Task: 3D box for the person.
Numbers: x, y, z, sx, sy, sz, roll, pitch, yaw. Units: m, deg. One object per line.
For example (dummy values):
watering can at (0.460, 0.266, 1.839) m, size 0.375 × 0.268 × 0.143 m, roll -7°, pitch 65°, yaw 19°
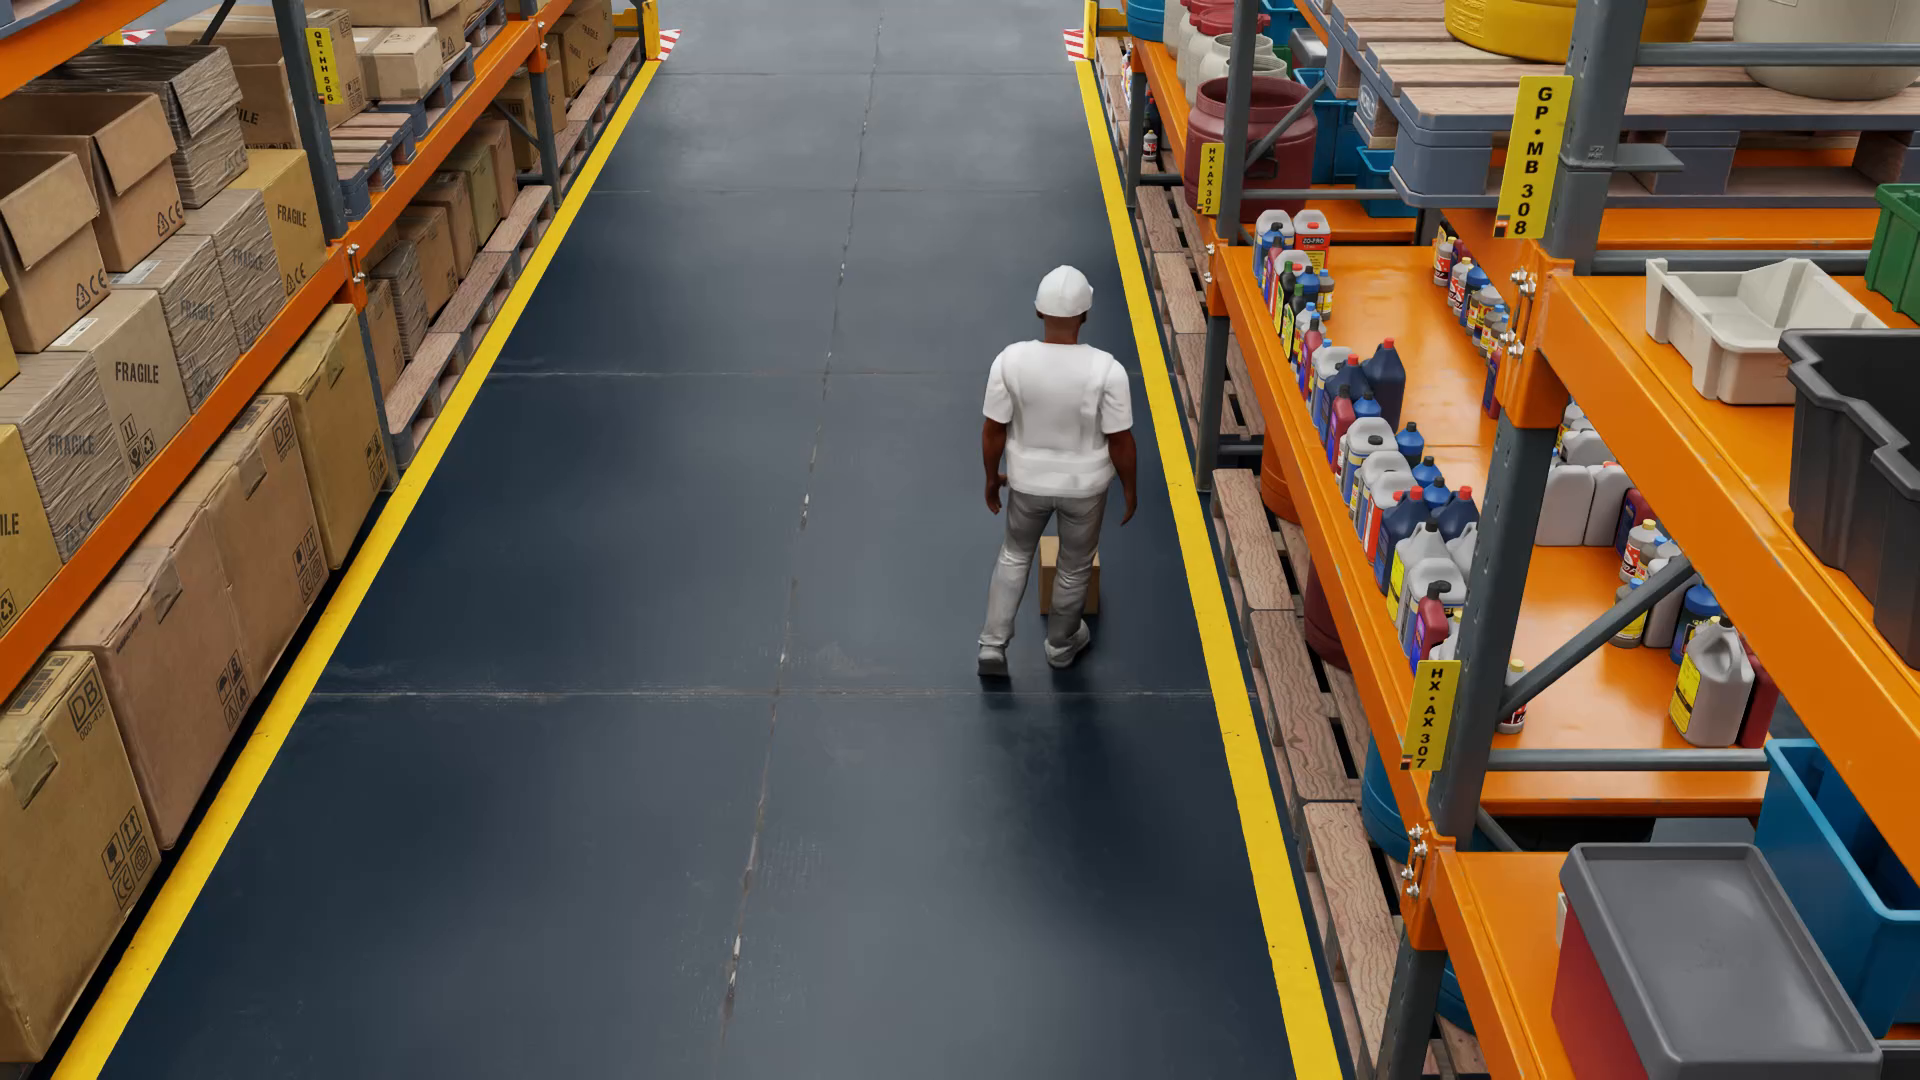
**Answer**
person at (0.397, -0.228, 6.503) m, size 0.600 × 1.791 × 0.525 m, roll 9°, pitch 32°, yaw 14°
